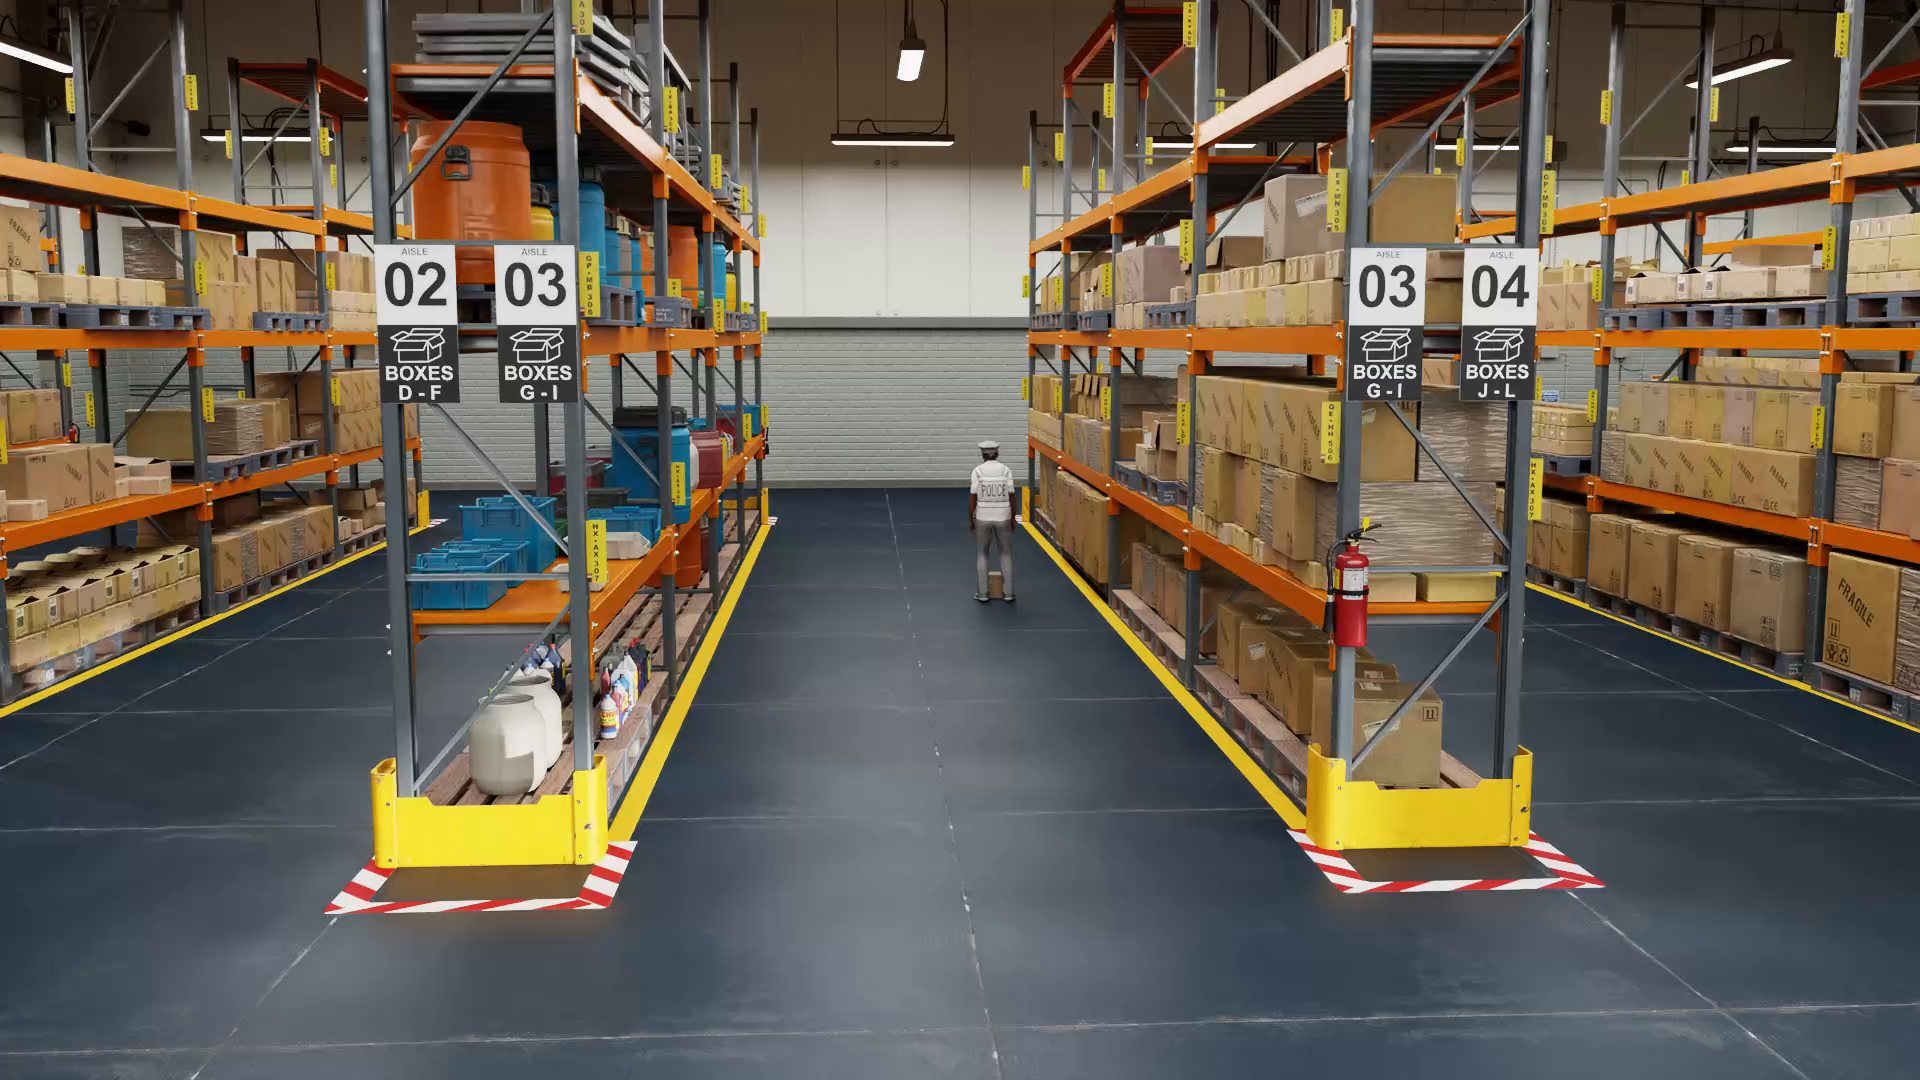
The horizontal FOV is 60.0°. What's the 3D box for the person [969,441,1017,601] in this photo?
[{"bbox_3d":[0.347,-0.193,17.338,0.517,1.657,0.400,-1,7,-5],"label":"person"}]
